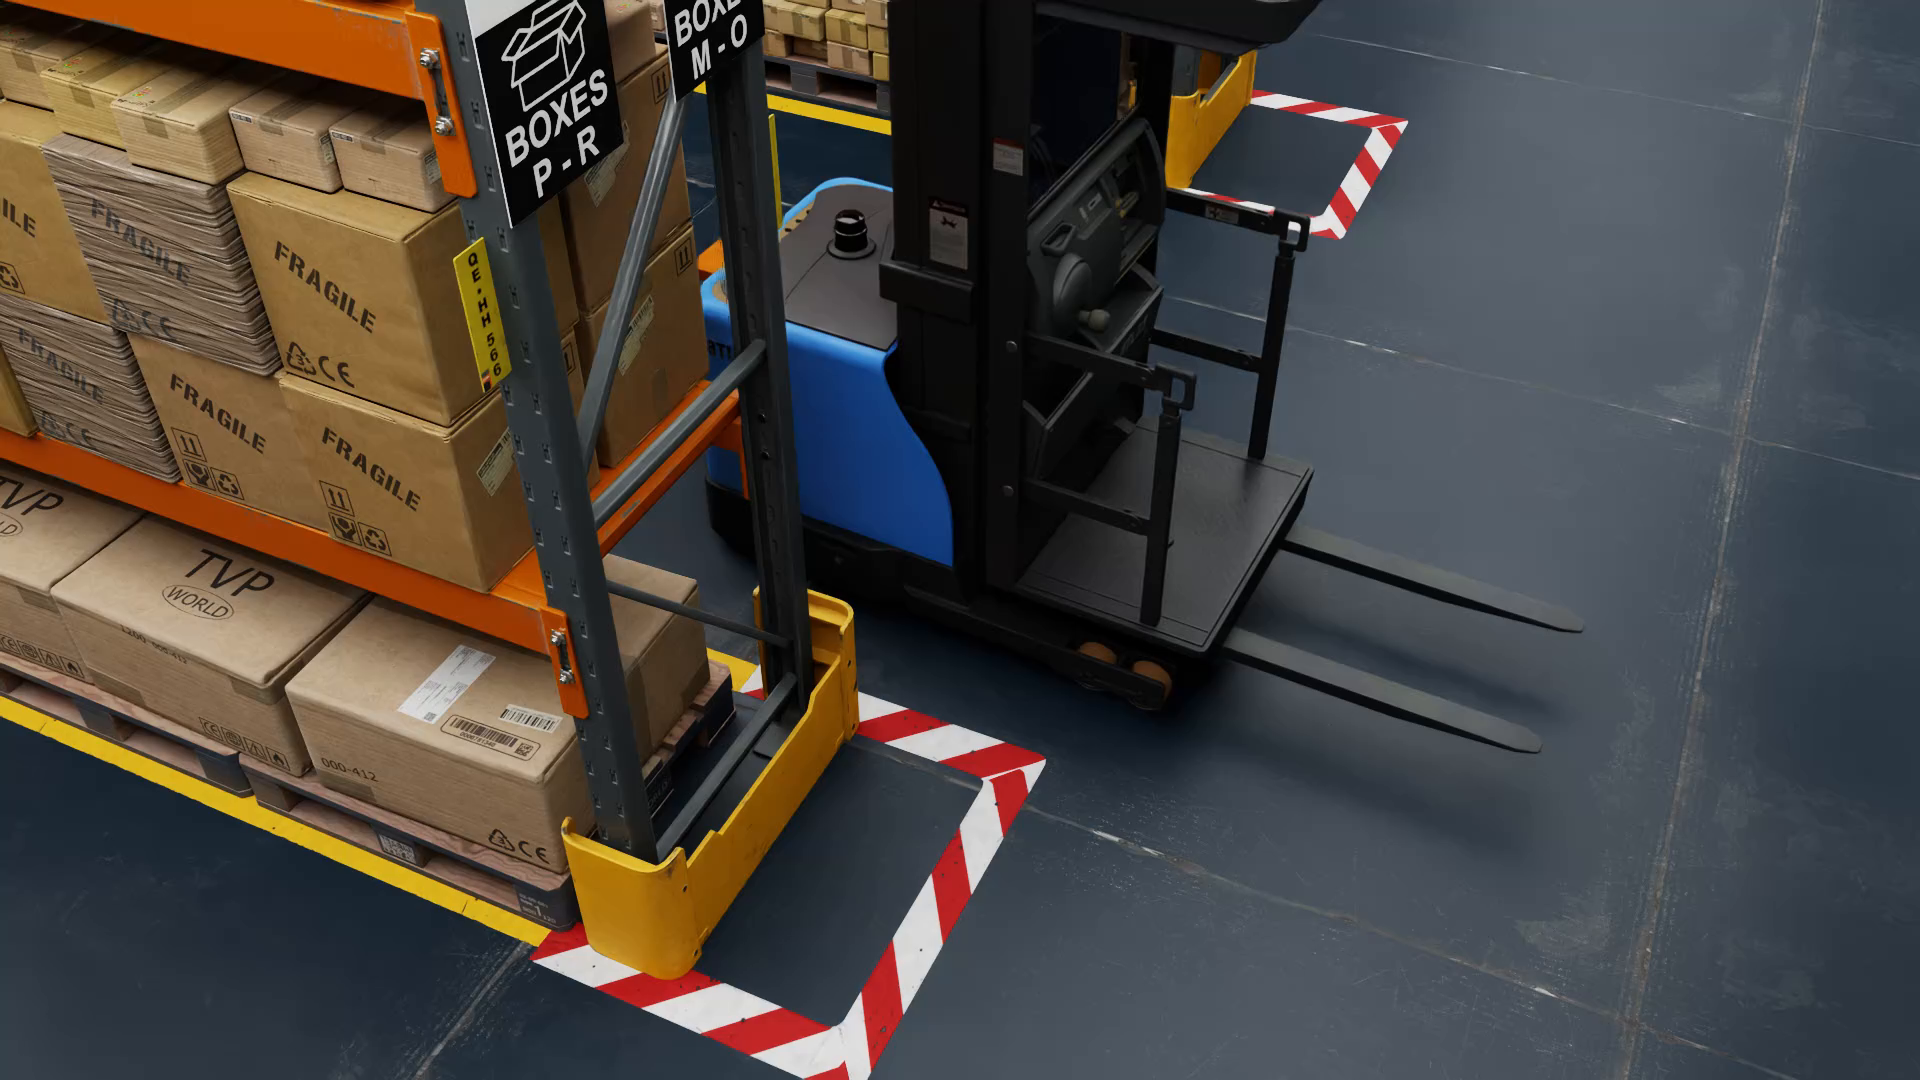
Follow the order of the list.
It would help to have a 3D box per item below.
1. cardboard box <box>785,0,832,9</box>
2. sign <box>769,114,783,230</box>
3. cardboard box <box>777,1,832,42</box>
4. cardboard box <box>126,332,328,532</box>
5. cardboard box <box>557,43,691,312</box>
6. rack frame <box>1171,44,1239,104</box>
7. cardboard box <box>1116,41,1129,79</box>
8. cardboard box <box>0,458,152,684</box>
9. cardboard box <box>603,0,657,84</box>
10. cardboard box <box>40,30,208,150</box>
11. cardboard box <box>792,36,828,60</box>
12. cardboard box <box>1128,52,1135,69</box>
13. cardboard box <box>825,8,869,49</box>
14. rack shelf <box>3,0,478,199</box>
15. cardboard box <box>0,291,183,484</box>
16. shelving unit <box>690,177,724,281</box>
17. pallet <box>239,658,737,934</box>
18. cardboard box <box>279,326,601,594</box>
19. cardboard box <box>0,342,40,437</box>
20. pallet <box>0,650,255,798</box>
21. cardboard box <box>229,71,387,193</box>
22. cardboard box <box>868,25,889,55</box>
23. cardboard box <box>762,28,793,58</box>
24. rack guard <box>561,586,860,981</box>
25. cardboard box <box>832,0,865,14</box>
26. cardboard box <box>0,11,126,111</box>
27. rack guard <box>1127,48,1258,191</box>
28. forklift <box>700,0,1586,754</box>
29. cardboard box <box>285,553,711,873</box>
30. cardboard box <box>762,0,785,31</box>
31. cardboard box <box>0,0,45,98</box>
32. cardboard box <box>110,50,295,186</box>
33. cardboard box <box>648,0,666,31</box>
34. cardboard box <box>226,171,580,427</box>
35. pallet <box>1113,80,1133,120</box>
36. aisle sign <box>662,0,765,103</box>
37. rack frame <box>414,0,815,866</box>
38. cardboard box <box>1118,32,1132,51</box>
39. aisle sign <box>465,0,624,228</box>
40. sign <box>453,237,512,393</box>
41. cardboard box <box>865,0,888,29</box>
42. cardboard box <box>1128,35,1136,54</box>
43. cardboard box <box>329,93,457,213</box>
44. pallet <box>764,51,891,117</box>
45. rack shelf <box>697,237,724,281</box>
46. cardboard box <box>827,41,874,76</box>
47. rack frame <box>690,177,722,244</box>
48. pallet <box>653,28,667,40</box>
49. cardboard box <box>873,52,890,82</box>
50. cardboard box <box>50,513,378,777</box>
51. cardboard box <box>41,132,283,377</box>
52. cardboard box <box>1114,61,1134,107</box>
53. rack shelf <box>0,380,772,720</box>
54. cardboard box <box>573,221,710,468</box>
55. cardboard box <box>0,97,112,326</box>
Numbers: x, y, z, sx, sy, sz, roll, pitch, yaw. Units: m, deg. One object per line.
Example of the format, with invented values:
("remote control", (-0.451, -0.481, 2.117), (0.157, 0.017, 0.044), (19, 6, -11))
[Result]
("cardboard box", (-0.731, -2.966, 8.783), (0.250, 0.149, 0.380), (17, 44, 19))
("sign", (-0.497, -0.937, 4.319), (0.005, 0.325, 0.100), (17, 44, 19))
("cardboard box", (-0.767, -2.809, 8.830), (0.250, 0.149, 0.380), (17, 44, 19))
("cardboard box", (-1.735, -0.414, 4.361), (0.500, 0.500, 0.500), (16, 43, 18))
("cardboard box", (-1.052, -0.970, 4.239), (0.500, 0.500, 0.500), (16, 43, 18))
("rack frame", (1.264, -3.218, 7.673), (0.127, 3.000, 1.000), (17, 44, 19))
("cardboard box", (0.665, -2.389, 8.345), (0.250, 0.149, 0.380), (16, 43, 18))
("cardboard box", (-3.027, -0.065, 5.671), (0.875, 0.438, 0.875), (16, 43, 17))
("cardboard box", (-0.942, -1.175, 3.981), (0.250, 0.149, 0.380), (18, 44, 20))
("cardboard box", (-1.868, -1.065, 3.854), (0.250, 0.149, 0.380), (18, 44, 20))
("cardboard box", (-0.704, -2.753, 8.992), (0.250, 0.149, 0.380), (18, 44, 20))
("cardboard box", (0.924, -2.635, 8.856), (0.250, 0.149, 0.380), (18, 44, 19))
("cardboard box", (-0.506, -2.749, 8.761), (0.250, 0.149, 0.380), (19, 44, 21))
("rack shelf", (-2.550, -1.668, 4.143), (4.000, 0.370, 1.077), (17, 44, 19))
("cardboard box", (-2.205, -0.551, 4.519), (0.500, 0.500, 0.500), (18, 44, 20))
("shelving unit", (-0.839, -0.747, 6.196), (0.189, 1.200, 0.258), (19, 44, 21))
("pallet", (-1.495, 0.627, 5.366), (1.213, 0.211, 1.003), (17, 44, 19))
("cardboard box", (-1.287, -0.266, 4.191), (0.500, 0.500, 0.500), (17, 44, 19))
("cardboard box", (-2.679, -0.686, 4.675), (0.500, 0.500, 0.500), (18, 44, 20))
("pallet", (-2.597, 0.288, 5.757), (1.213, 0.211, 1.003), (17, 44, 19))
("cardboard box", (-1.388, -0.949, 3.720), (0.250, 0.149, 0.380), (18, 44, 19))
("cardboard box", (-0.282, -2.667, 8.666), (0.250, 0.149, 0.380), (18, 44, 19))
("cardboard box", (-0.974, -2.781, 9.024), (0.250, 0.149, 0.380), (16, 43, 17))
("rack guard", (-0.716, 0.699, 5.062), (0.348, 0.500, 1.175), (17, 44, 19))
("cardboard box", (-0.482, -2.910, 8.719), (0.250, 0.149, 0.380), (16, 43, 17))
("cardboard box", (-2.075, -1.180, 3.986), (0.250, 0.149, 0.380), (17, 44, 18))
("rack guard", (1.195, -2.295, 8.516), (0.348, 0.500, 1.175), (17, 44, 19))
("forklift", (0.612, -0.936, 5.092), (3.031, 2.935, 1.130), (19, 44, 21))
("cardboard box", (-1.378, 0.434, 5.095), (0.875, 0.438, 0.875), (16, 43, 17))
("cardboard box", (-0.980, -2.892, 8.926), (0.250, 0.149, 0.380), (17, 44, 18))
("cardboard box", (-2.327, -1.214, 4.026), (0.250, 0.149, 0.380), (18, 44, 20))
("cardboard box", (-1.657, -0.971, 3.745), (0.250, 0.149, 0.380), (17, 44, 18))
("cardboard box", (-1.679, -3.004, 9.282), (0.250, 0.149, 0.380), (17, 44, 18))
("cardboard box", (-1.275, -0.660, 3.881), (0.500, 0.500, 0.500), (18, 44, 20))
("pallet", (0.474, -2.432, 8.894), (1.213, 0.211, 1.003), (17, 44, 19))
("aisle sign", (-0.550, -1.387, 3.575), (0.004, 0.787, 0.394), (17, 44, 19))
("rack frame", (-0.738, -0.252, 4.251), (0.127, 3.000, 1.000), (17, 44, 19))
("cardboard box", (0.677, -2.521, 8.270), (0.250, 0.149, 0.380), (17, 44, 19))
("aisle sign", (-0.803, -1.031, 3.164), (0.004, 0.787, 0.394), (17, 44, 19))
("sign", (-0.980, -0.461, 3.427), (0.005, 0.325, 0.100), (17, 44, 19))
("cardboard box", (-0.290, -2.771, 8.559), (0.250, 0.149, 0.380), (19, 44, 20))
("cardboard box", (0.898, -2.709, 8.715), (0.250, 0.149, 0.380), (19, 44, 20))
("cardboard box", (-1.147, -0.893, 3.656), (0.250, 0.149, 0.380), (18, 44, 19))
("pallet", (-0.628, -2.770, 9.285), (1.213, 0.211, 1.003), (17, 44, 19))
("rack shelf", (-0.839, -0.985, 5.989), (0.180, 0.103, 0.258), (19, 44, 21))
("cardboard box", (-0.506, -2.639, 8.860), (0.250, 0.149, 0.380), (18, 44, 19))
("rack frame", (-0.920, -0.775, 6.228), (0.006, 1.200, 0.240), (19, 44, 21))
("pallet", (-1.738, -3.107, 9.674), (1.213, 0.211, 1.003), (17, 44, 19))
("cardboard box", (-0.267, -2.551, 8.759), (0.250, 0.149, 0.380), (15, 43, 17))
("cardboard box", (-2.211, 0.185, 5.381), (0.875, 0.438, 0.875), (18, 44, 20))
("cardboard box", (-1.761, -0.787, 4.028), (0.500, 0.500, 0.500), (17, 44, 19))
("cardboard box", (0.699, -2.322, 8.494), (0.250, 0.149, 0.380), (18, 44, 19))
("rack shelf", (-2.550, -0.534, 5.125), (4.000, 0.370, 1.077), (17, 44, 19))
("cardboard box", (-1.051, -0.593, 4.568), (0.500, 0.500, 0.500), (17, 44, 18))
("cardboard box", (-2.208, -0.926, 4.189), (0.500, 0.500, 0.500), (17, 44, 18))
